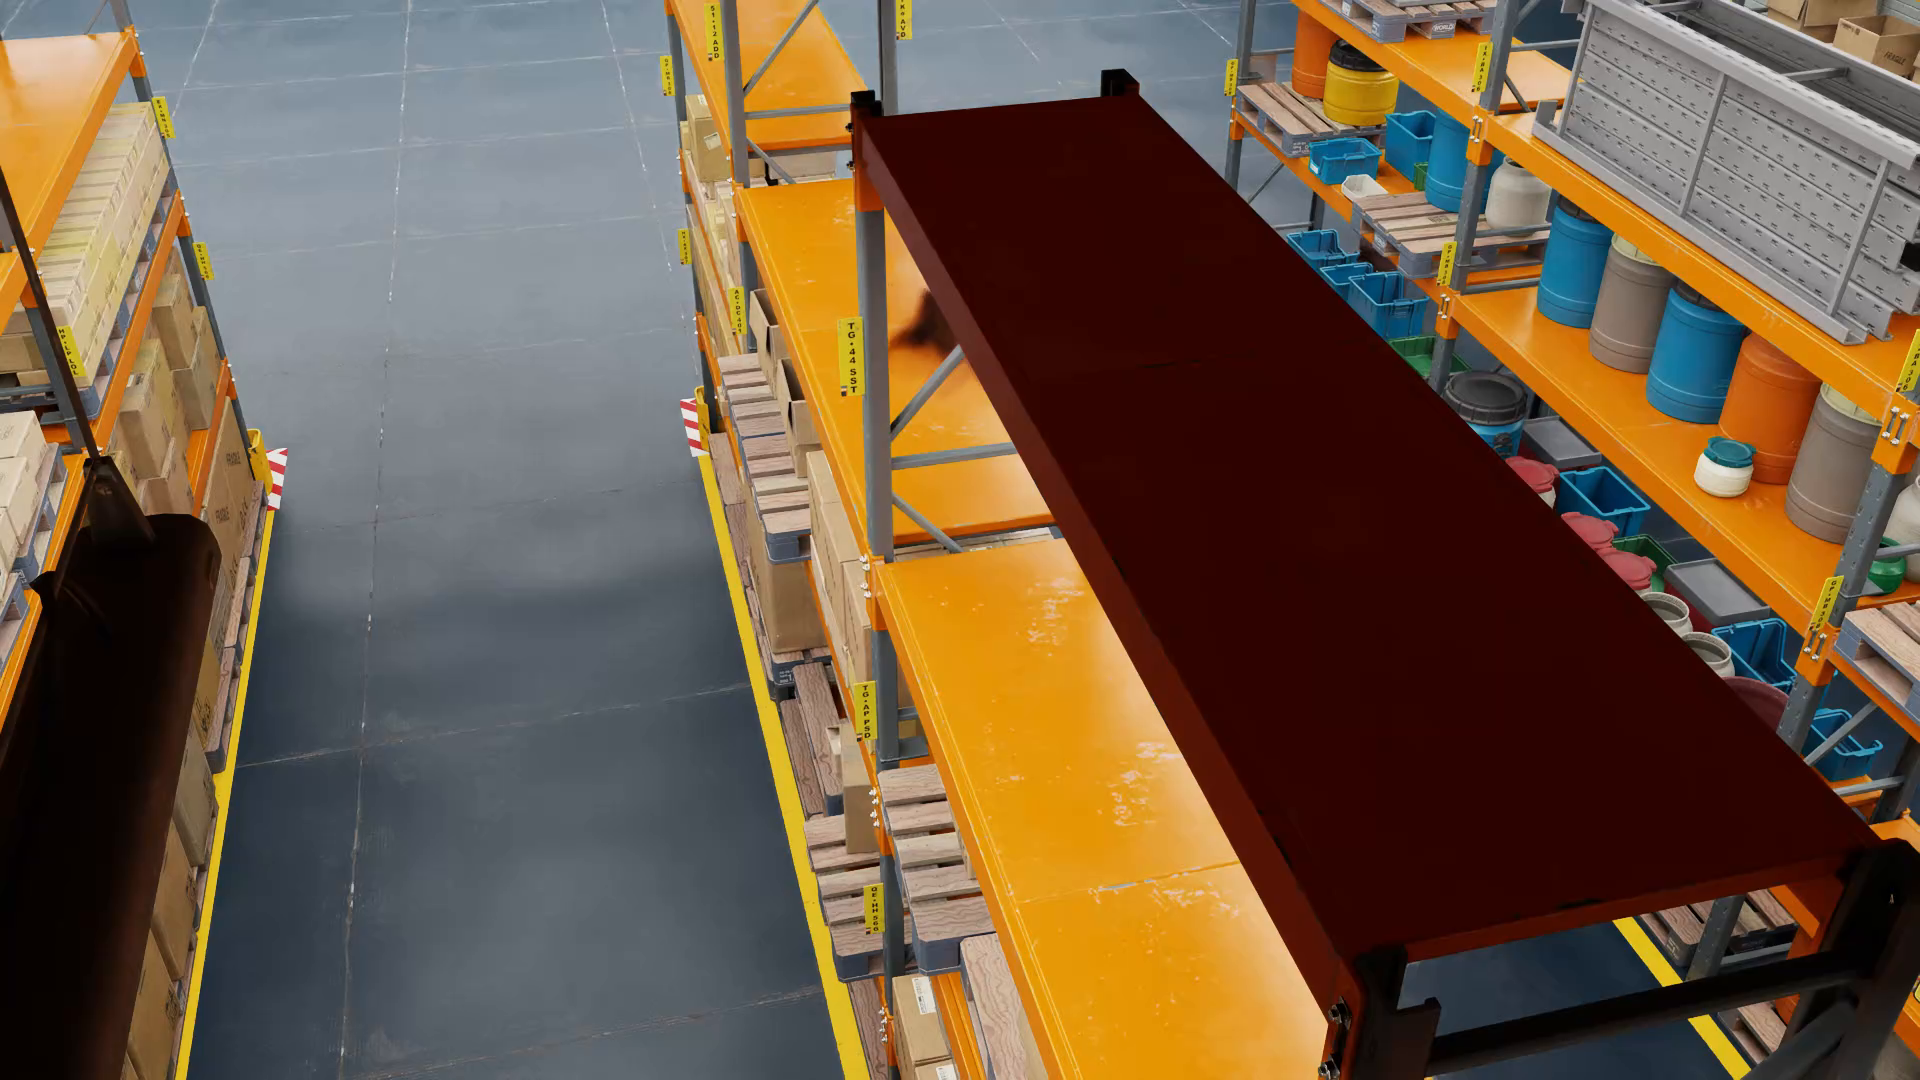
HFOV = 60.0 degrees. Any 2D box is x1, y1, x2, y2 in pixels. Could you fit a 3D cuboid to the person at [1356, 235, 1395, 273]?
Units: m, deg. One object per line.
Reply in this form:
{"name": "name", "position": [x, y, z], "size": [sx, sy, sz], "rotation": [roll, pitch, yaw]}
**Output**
{"name": "person", "position": [4.171, -2.753, 16.618], "size": [0.758, 1.714, 0.604], "rotation": [-21, 39, -27]}
